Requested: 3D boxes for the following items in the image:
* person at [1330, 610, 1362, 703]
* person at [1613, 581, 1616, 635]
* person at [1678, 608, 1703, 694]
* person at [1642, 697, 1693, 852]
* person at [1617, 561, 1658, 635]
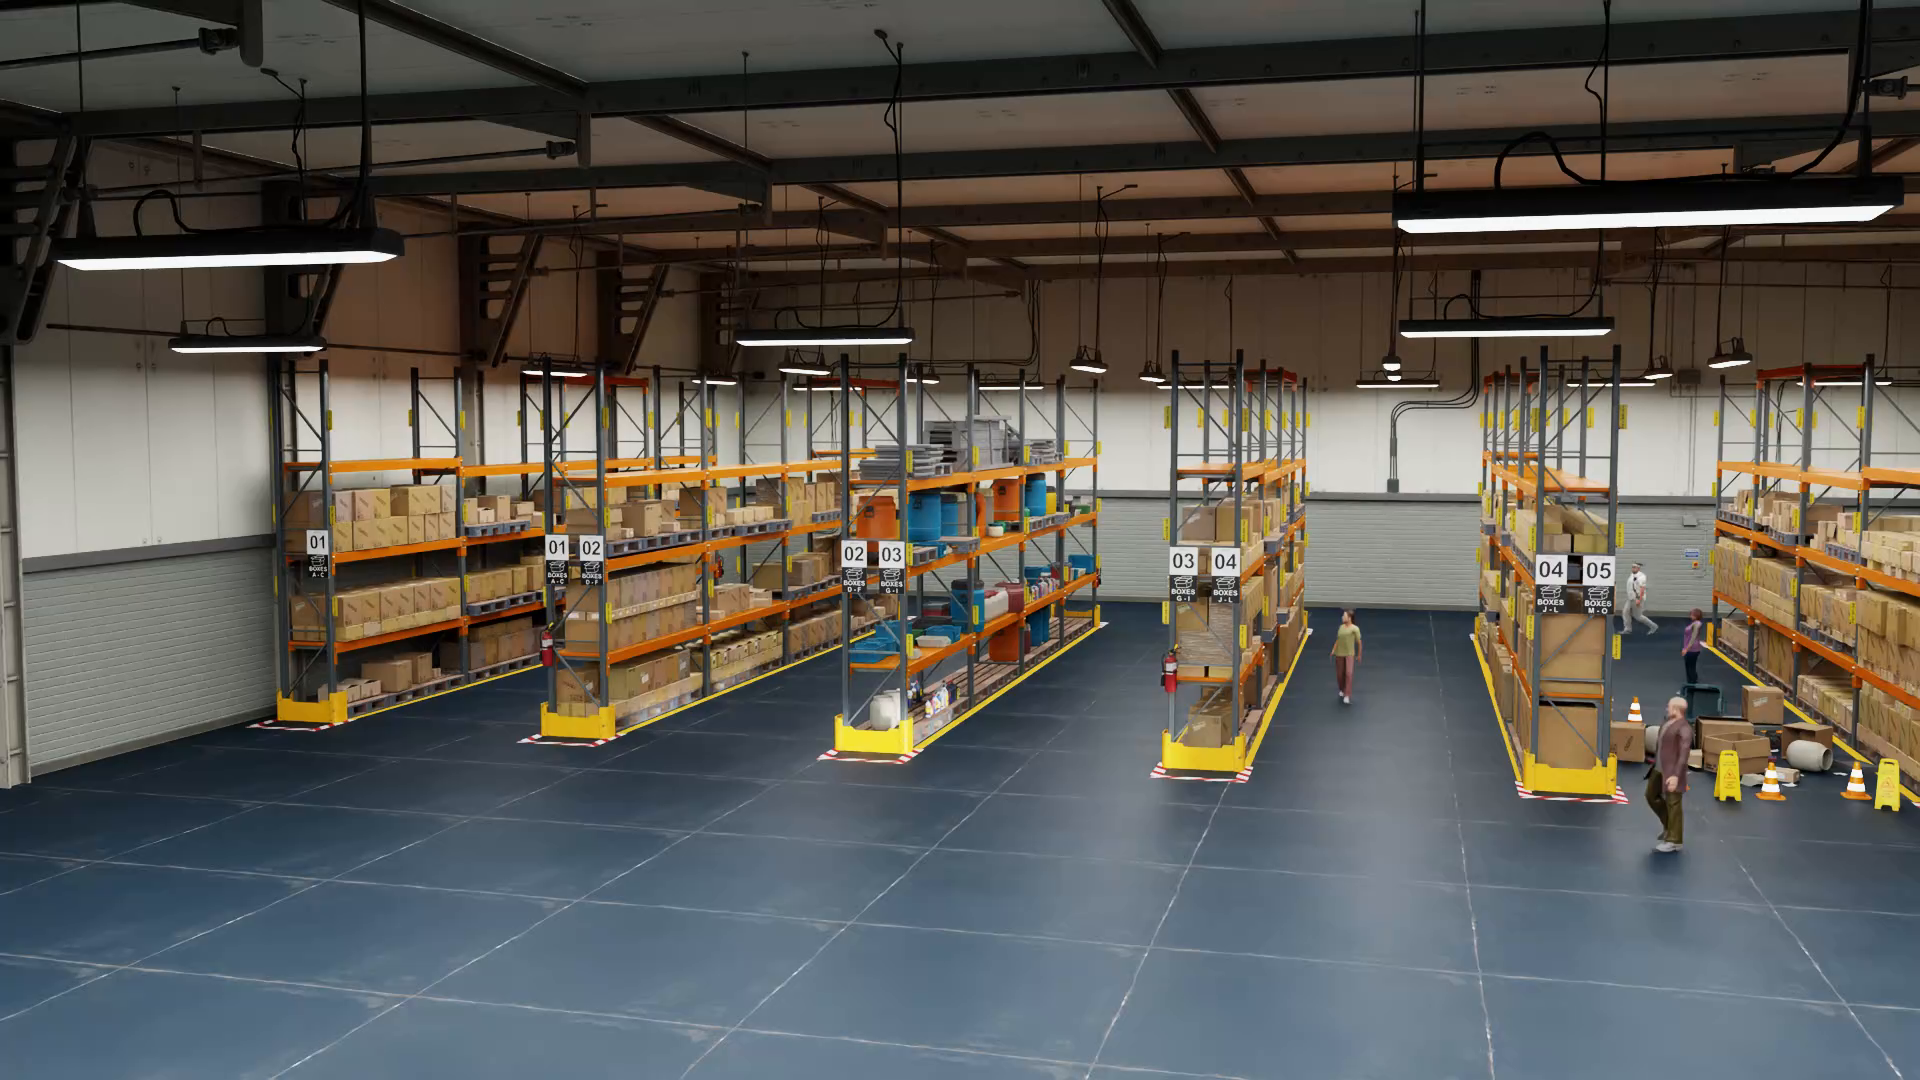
[{"bbox_3d":[6.878,2.055,29.647,0.557,1.621,1.001,1,4,18],"label":"person"},{"bbox_3d":[14.292,1.531,36.750,0.428,1.674,0.476,1,4,12],"label":"person"},{"bbox_3d":[13.282,2.042,30.193,0.387,1.622,0.488,4,6,42],"label":"person"},{"bbox_3d":[8.281,2.707,19.439,0.525,1.779,0.656,-1,4,-9],"label":"person"},{"bbox_3d":[15.722,1.345,38.568,0.866,1.723,0.565,0,4,6],"label":"person"}]
